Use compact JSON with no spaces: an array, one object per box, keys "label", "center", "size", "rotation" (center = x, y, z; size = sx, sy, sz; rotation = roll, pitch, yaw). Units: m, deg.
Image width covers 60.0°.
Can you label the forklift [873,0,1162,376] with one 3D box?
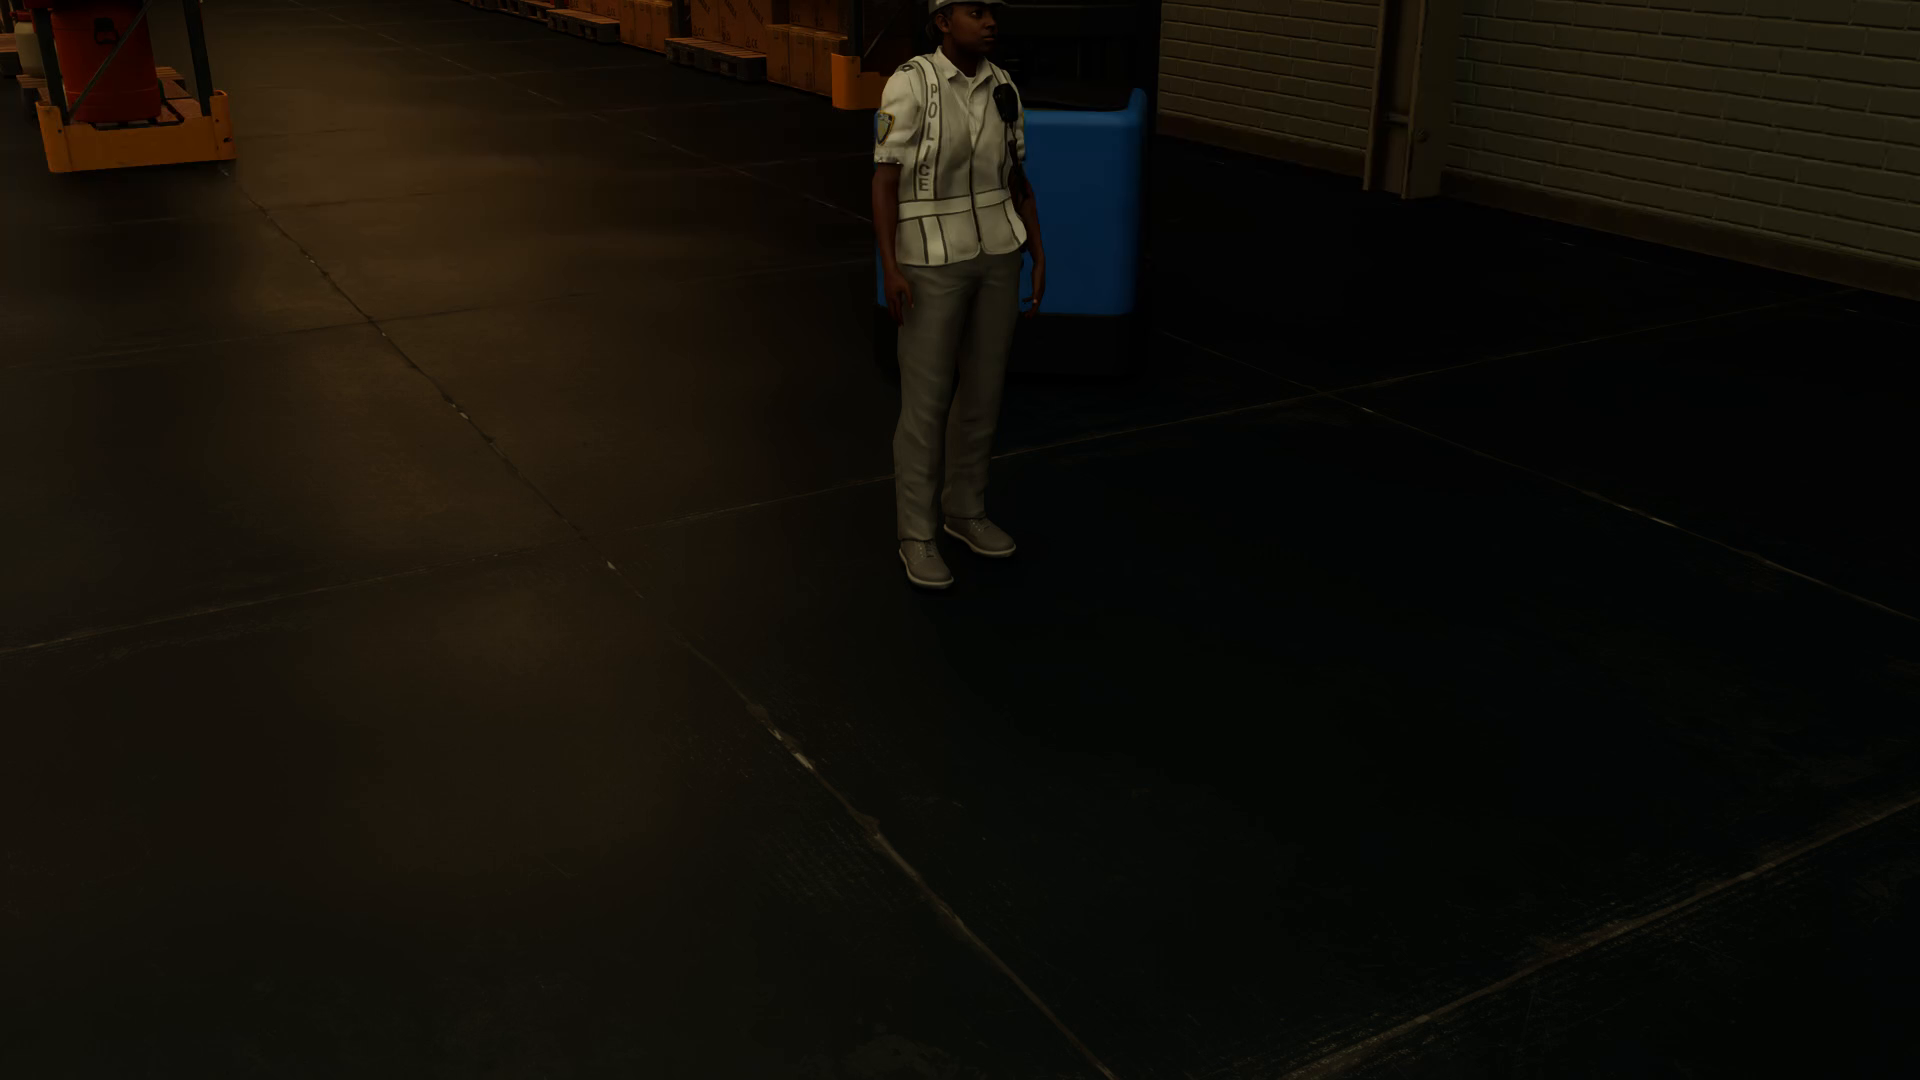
[{"label":"forklift","center":[0.364,-2.522,7.419],"size":[1.130,2.935,3.031],"rotation":[3,22,7]}]

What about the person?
[{"label":"person","center":[0.020,-0.762,4.740],"size":[0.569,1.695,0.528],"rotation":[-12,25,-28]}]
